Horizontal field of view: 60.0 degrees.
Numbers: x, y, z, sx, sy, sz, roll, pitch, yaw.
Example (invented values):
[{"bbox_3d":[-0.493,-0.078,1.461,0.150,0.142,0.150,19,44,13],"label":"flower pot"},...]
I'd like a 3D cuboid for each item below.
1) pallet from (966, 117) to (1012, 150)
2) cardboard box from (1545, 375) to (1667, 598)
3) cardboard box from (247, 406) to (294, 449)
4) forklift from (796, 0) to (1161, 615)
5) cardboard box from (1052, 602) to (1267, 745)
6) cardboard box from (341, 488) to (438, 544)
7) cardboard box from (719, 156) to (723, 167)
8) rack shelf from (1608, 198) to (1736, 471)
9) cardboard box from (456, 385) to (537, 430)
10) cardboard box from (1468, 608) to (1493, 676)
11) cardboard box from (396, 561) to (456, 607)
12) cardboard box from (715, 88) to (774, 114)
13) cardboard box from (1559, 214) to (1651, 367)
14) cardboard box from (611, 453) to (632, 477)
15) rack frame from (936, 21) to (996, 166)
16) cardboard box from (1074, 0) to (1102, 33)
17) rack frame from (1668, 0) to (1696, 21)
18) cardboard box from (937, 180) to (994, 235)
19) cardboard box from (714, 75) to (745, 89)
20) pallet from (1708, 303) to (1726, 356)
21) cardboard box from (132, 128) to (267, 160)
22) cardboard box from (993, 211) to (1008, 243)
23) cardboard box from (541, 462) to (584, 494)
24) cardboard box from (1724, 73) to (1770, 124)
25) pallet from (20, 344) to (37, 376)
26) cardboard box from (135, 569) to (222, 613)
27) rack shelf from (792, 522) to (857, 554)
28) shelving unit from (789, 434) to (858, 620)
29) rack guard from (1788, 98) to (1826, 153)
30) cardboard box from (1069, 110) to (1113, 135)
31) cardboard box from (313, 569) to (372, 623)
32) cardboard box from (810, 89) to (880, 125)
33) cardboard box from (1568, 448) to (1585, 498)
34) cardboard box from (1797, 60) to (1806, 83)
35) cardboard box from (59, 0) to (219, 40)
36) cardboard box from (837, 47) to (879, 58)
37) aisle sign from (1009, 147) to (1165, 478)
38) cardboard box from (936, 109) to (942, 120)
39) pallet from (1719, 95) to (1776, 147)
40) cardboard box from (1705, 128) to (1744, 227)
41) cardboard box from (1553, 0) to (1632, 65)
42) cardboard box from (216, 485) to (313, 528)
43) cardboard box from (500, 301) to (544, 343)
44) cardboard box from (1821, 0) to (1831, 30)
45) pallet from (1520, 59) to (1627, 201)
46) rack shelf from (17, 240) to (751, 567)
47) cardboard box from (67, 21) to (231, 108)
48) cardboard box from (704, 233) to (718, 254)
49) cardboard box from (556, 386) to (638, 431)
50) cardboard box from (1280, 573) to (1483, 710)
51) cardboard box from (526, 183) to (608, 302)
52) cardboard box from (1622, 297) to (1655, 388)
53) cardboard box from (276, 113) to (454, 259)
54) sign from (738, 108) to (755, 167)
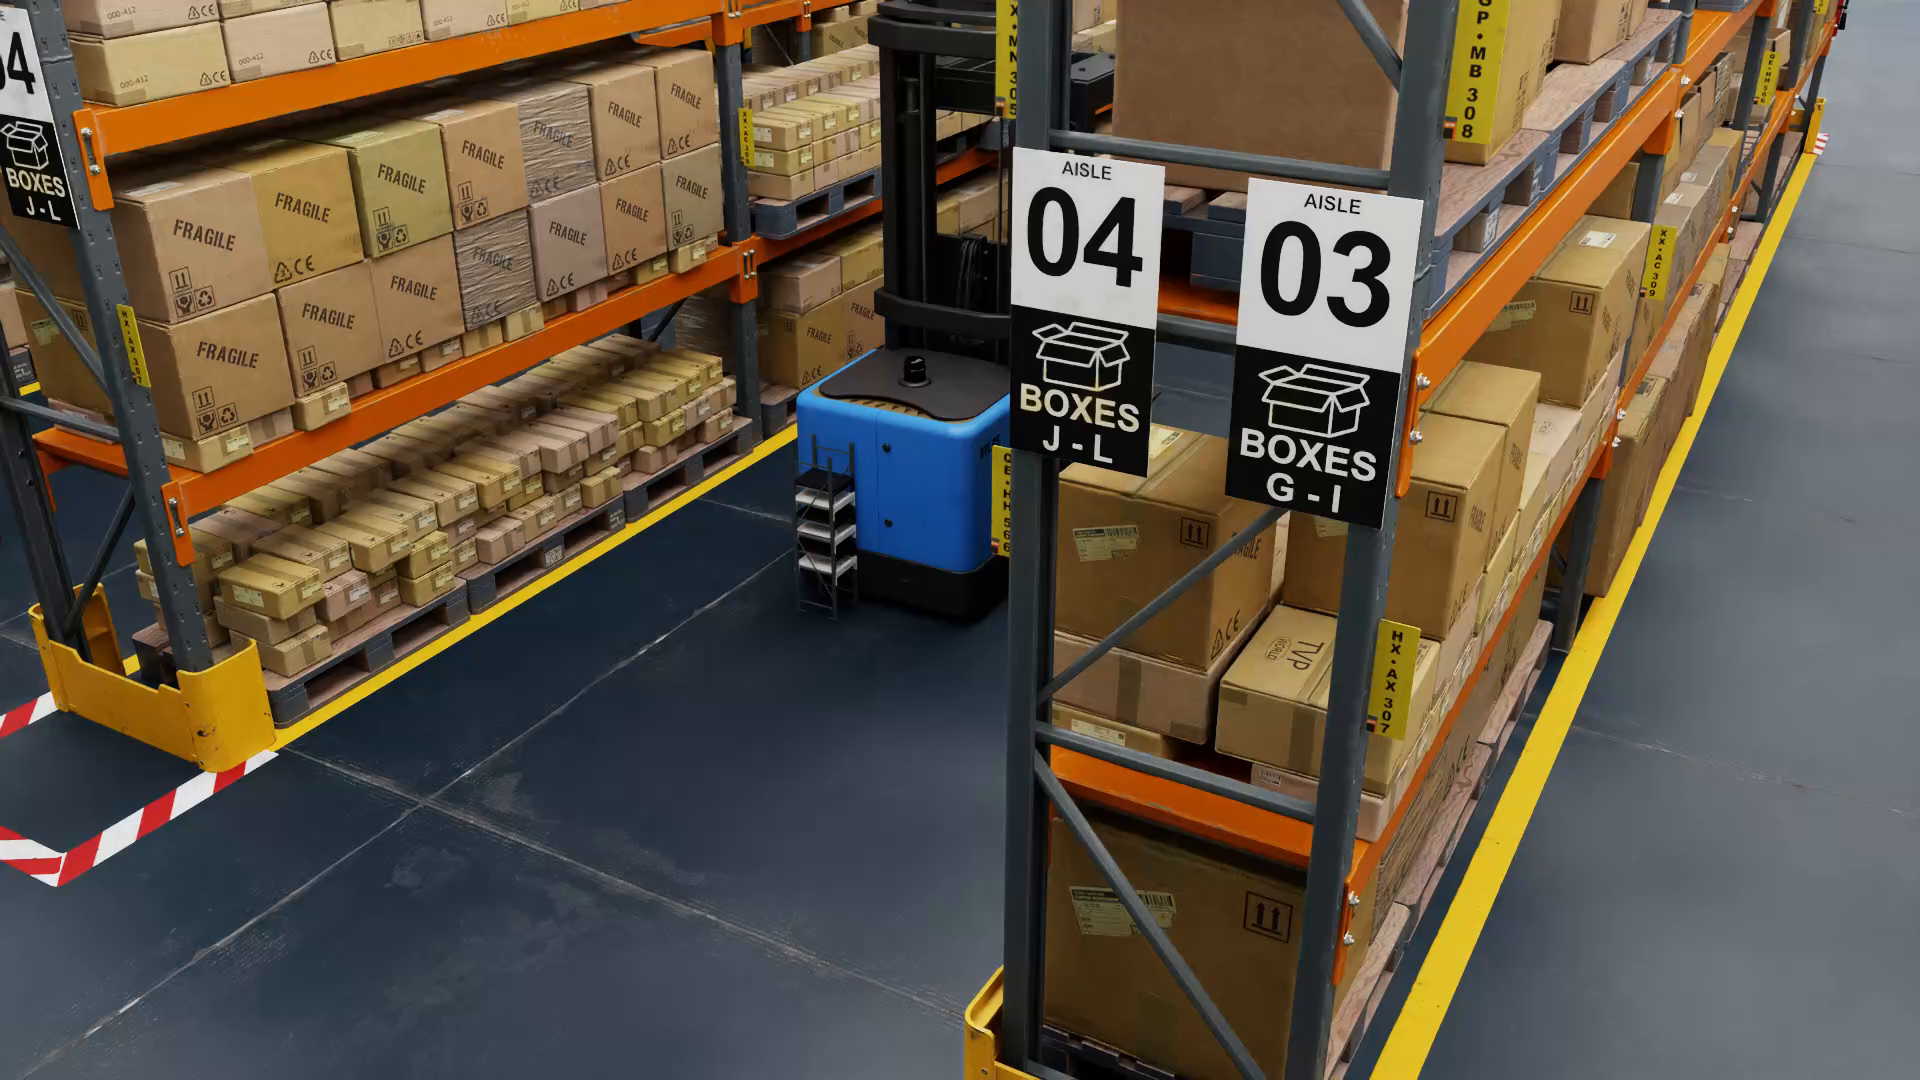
[{"bbox_3d":[0.006,-3.214,12.533,1.213,0.211,1.003,14,30,26],"label":"pallet"},{"bbox_3d":[2.862,-0.402,8.606,1.225,0.875,0.875,14,30,26],"label":"cardboard box"},{"bbox_3d":[-3.137,-0.533,7.244,0.380,0.149,0.250,15,30,28],"label":"cardboard box"},{"bbox_3d":[0.295,-1.560,9.092,1.130,2.935,3.031,13,30,25],"label":"forklift"},{"bbox_3d":[0.605,0.336,5.064,0.500,0.250,0.500,14,30,25],"label":"cardboard box"},{"bbox_3d":[-2.802,-0.110,8.170,0.380,0.149,0.250,13,29,24],"label":"cardboard box"},{"bbox_3d":[-1.681,-2.315,10.336,0.380,0.149,0.250,13,30,25],"label":"cardboard box"},{"bbox_3d":[3.549,-1.368,9.435,1.077,0.370,4.000,14,30,26],"label":"rack shelf"},{"bbox_3d":[-2.627,-0.740,9.429,0.380,0.149,0.250,15,30,27],"label":"cardboard box"},{"bbox_3d":[1.563,0.295,5.591,0.380,0.149,0.250,14,30,25],"label":"cardboard box"},{"bbox_3d":[-2.740,0.177,8.262,0.380,0.149,0.250,15,30,27],"label":"cardboard box"},{"bbox_3d":[-1.416,-2.788,10.615,0.380,0.149,0.250,13,29,24],"label":"cardboard box"},{"bbox_3d":[2.572,-1.073,7.041,0.500,0.500,0.500,15,30,28],"label":"cardboard box"},{"bbox_3d":[-2.110,-0.451,9.515,0.380,0.149,0.250,13,30,25],"label":"cardboard box"},{"bbox_3d":[0.264,-3.600,13.092,1.000,3.000,0.127,14,30,26],"label":"rack frame"},{"bbox_3d":[0.741,-4.462,13.585,0.700,0.500,0.500,14,30,25],"label":"cardboard box"},{"bbox_3d":[2.565,-3.593,6.374,1.000,3.000,0.127,14,30,26],"label":"rack frame"},{"bbox_3d":[-0.083,-2.482,12.344,0.500,0.250,0.500,15,30,27],"label":"cardboard box"},{"bbox_3d":[-2.734,-4.737,17.828,0.950,0.372,0.625,16,31,29],"label":"cardboard box"},{"bbox_3d":[4.918,-1.526,12.063,1.003,0.211,1.213,14,30,26],"label":"pallet"},{"bbox_3d":[-3.414,-1.538,7.411,0.500,0.500,0.500,13,29,24],"label":"cardboard box"},{"bbox_3d":[0.168,-2.356,12.930,0.500,0.500,0.500,14,30,26],"label":"cardboard box"},{"bbox_3d":[-2.287,-0.399,9.079,0.380,0.149,0.250,13,29,24],"label":"cardboard box"},{"bbox_3d":[5.557,-3.192,11.974,0.500,0.250,0.500,13,30,25],"label":"cardboard box"},{"bbox_3d":[-6.505,-1.566,12.143,1.003,0.211,1.213,14,30,26],"label":"pallet"},{"bbox_3d":[-3.660,0.203,7.877,0.380,0.149,0.250,13,30,25],"label":"cardboard box"},{"bbox_3d":[-0.681,-0.031,8.381,0.258,0.077,0.200,13,30,25],"label":"rack shelf"},{"bbox_3d":[-0.681,-0.061,8.366,0.258,0.900,0.210,13,30,25],"label":"shelving unit"},{"bbox_3d":[8.431,-4.439,17.560,1.175,0.500,0.348,14,30,26],"label":"rack guard"},{"bbox_3d":[1.069,-3.341,14.618,1.050,0.750,0.750,15,30,27],"label":"cardboard box"},{"bbox_3d":[-3.006,0.229,7.824,0.380,0.149,0.250,14,30,26],"label":"cardboard box"},{"bbox_3d":[-0.724,-2.741,10.522,0.380,0.149,0.250,14,30,25],"label":"cardboard box"},{"bbox_3d":[2.321,-0.306,6.791,0.380,0.149,0.250,15,30,27],"label":"cardboard box"},{"bbox_3d":[7.002,-4.028,14.225,0.380,0.149,0.250,14,30,26],"label":"cardboard box"},{"bbox_3d":[-3.224,-2.098,6.349,0.500,0.250,0.500,15,30,27],"label":"cardboard box"},{"bbox_3d":[-0.649,-3.396,11.829,0.380,0.149,0.250,16,31,28],"label":"cardboard box"},{"bbox_3d":[0.301,-0.552,4.097,0.394,0.787,0.004,14,30,26],"label":"aisle sign"},{"bbox_3d":[-0.342,-2.912,11.196,0.380,0.149,0.250,14,30,25],"label":"cardboard box"},{"bbox_3d":[5.471,-3.164,12.433,1.003,0.211,1.213,14,30,26],"label":"pallet"},{"bbox_3d":[4.506,-2.267,10.315,0.500,0.500,0.500,15,30,28],"label":"cardboard box"},{"bbox_3d":[1.964,-2.002,5.854,0.700,0.500,0.500,16,31,29],"label":"cardboard box"},{"bbox_3d":[-3.441,-0.138,8.226,0.380,0.149,0.250,13,30,25],"label":"cardboard box"},{"bbox_3d":[-2.347,-1.141,8.460,0.380,0.149,0.250,15,30,27],"label":"cardboard box"},{"bbox_3d":[7.749,-5.149,15.742,0.875,0.500,0.500,14,30,26],"label":"cardboard box"},{"bbox_3d":[1.552,-1.421,5.487,1.003,0.211,1.213,14,30,26],"label":"pallet"},{"bbox_3d":[-2.687,-0.940,8.581,1.077,0.370,4.000,14,30,26],"label":"rack shelf"},{"bbox_3d":[-3.228,-1.876,6.463,0.500,0.250,0.500,15,30,28],"label":"cardboard box"},{"bbox_3d":[-1.640,-1.766,9.708,0.380,0.149,0.250,14,30,26],"label":"cardboard box"},{"bbox_3d":[-2.055,-0.734,9.416,0.380,0.149,0.250,15,30,28],"label":"cardboard box"},{"bbox_3d":[1.318,0.251,5.232,0.500,0.250,0.500,14,30,25],"label":"cardboard box"},{"bbox_3d":[-2.198,-1.573,8.597,0.500,0.500,0.500,14,30,26],"label":"cardboard box"},{"bbox_3d":[3.009,-1.079,7.943,0.500,0.500,0.500,14,30,26],"label":"cardboard box"},{"bbox_3d":[-2.701,-1.620,7.574,0.500,0.500,0.500,13,30,25],"label":"cardboard box"},{"bbox_3d":[-1.227,-2.312,9.551,0.100,0.325,0.005,14,30,26],"label":"sign"}]
